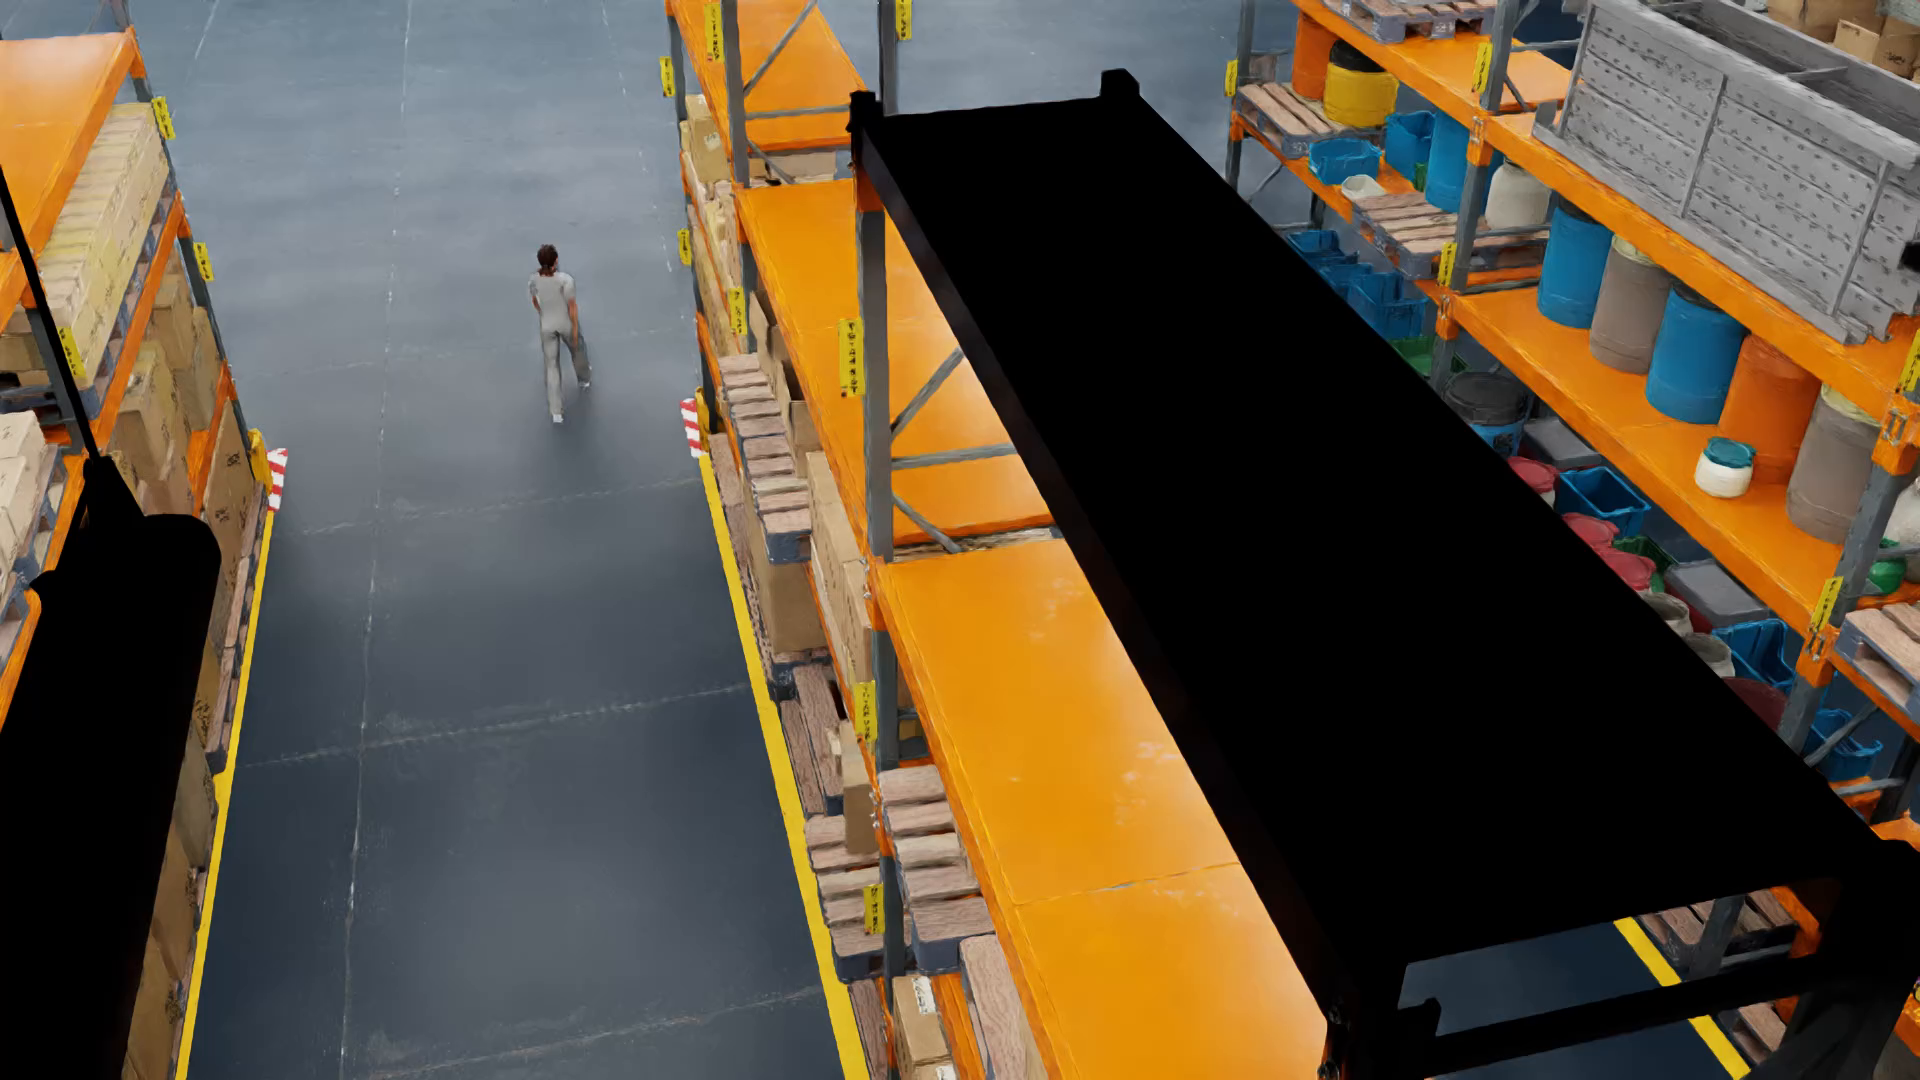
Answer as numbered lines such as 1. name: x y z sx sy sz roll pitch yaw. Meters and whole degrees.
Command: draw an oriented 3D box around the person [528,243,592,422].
1. person: -3.776 -2.024 15.607 0.444 1.601 1.018 -3 35 -4
